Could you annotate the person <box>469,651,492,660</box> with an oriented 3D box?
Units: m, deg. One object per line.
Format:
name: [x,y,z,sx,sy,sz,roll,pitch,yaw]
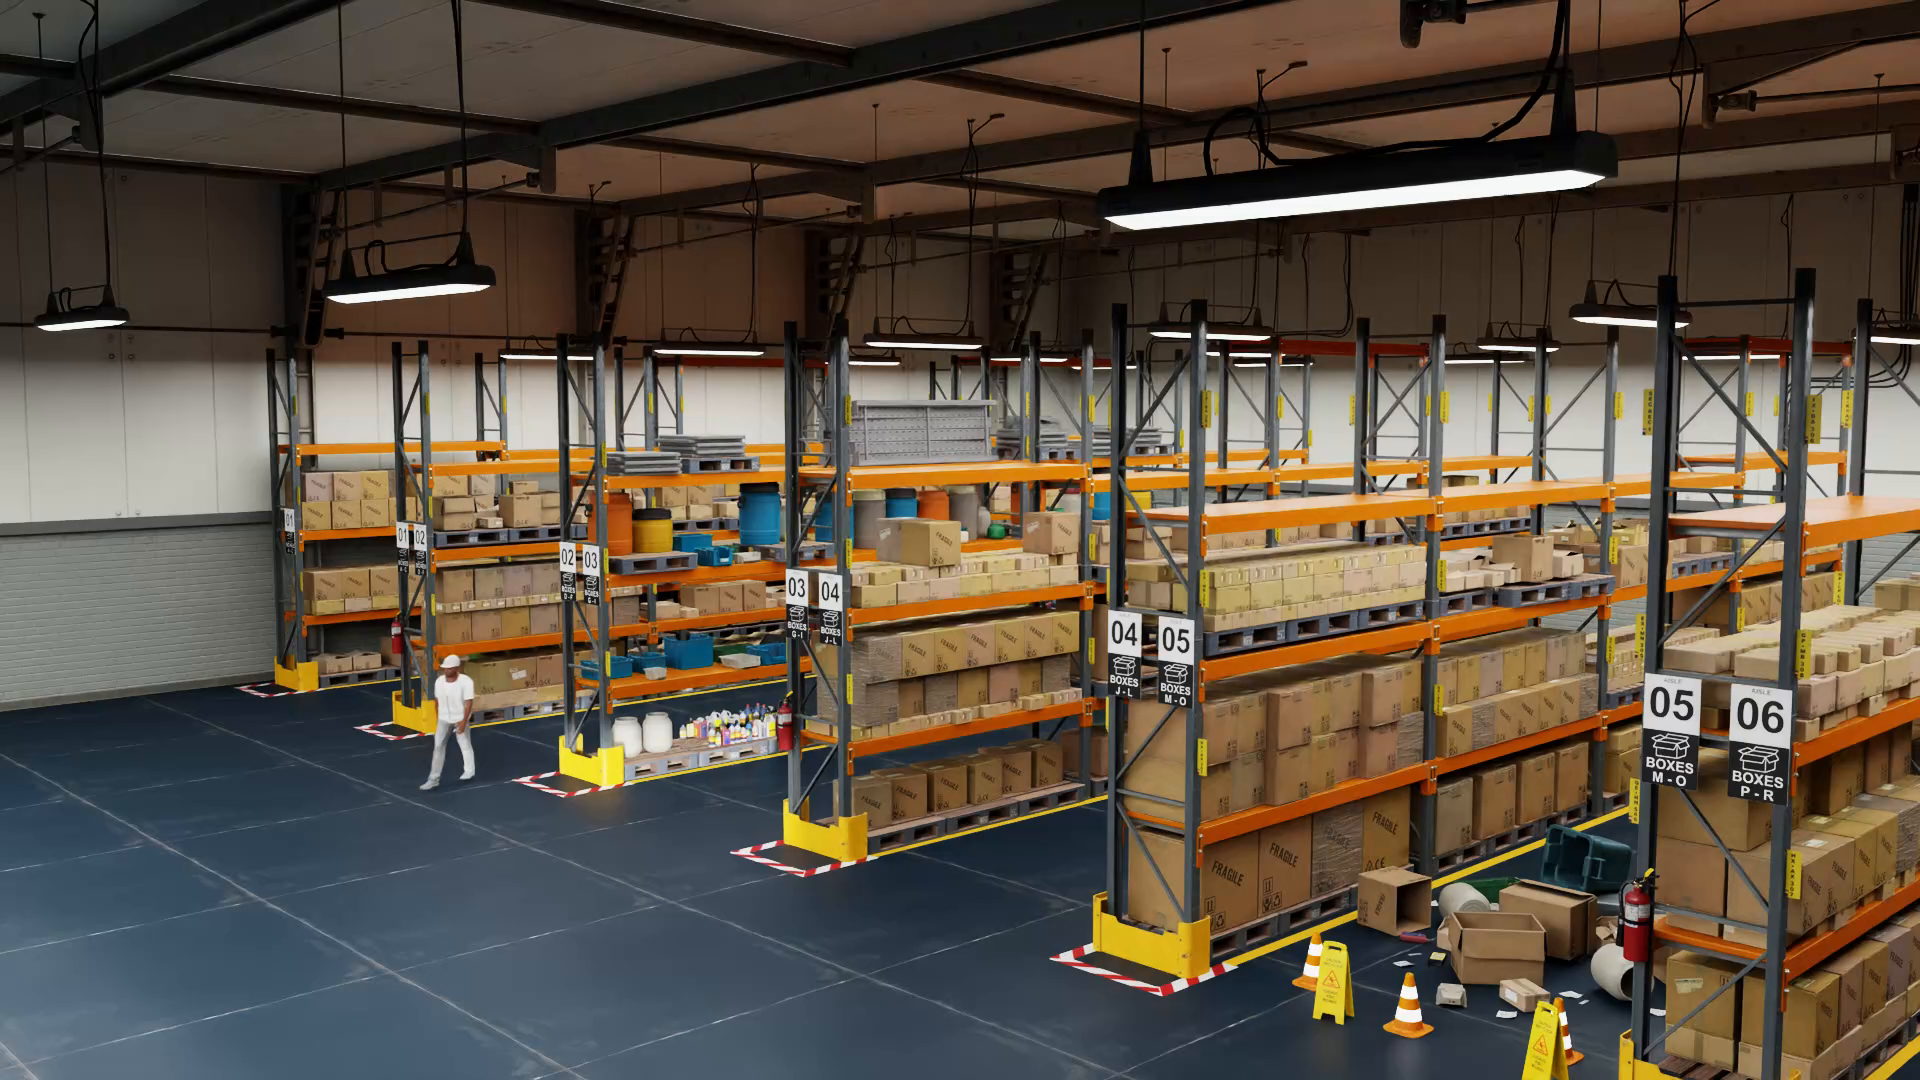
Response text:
person: [-8.281,1.828,28.676,0.638,1.815,0.659,4,7,41]

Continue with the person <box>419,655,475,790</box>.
person: [-6.728,2.374,22.007,0.593,1.718,0.950,1,5,6]
